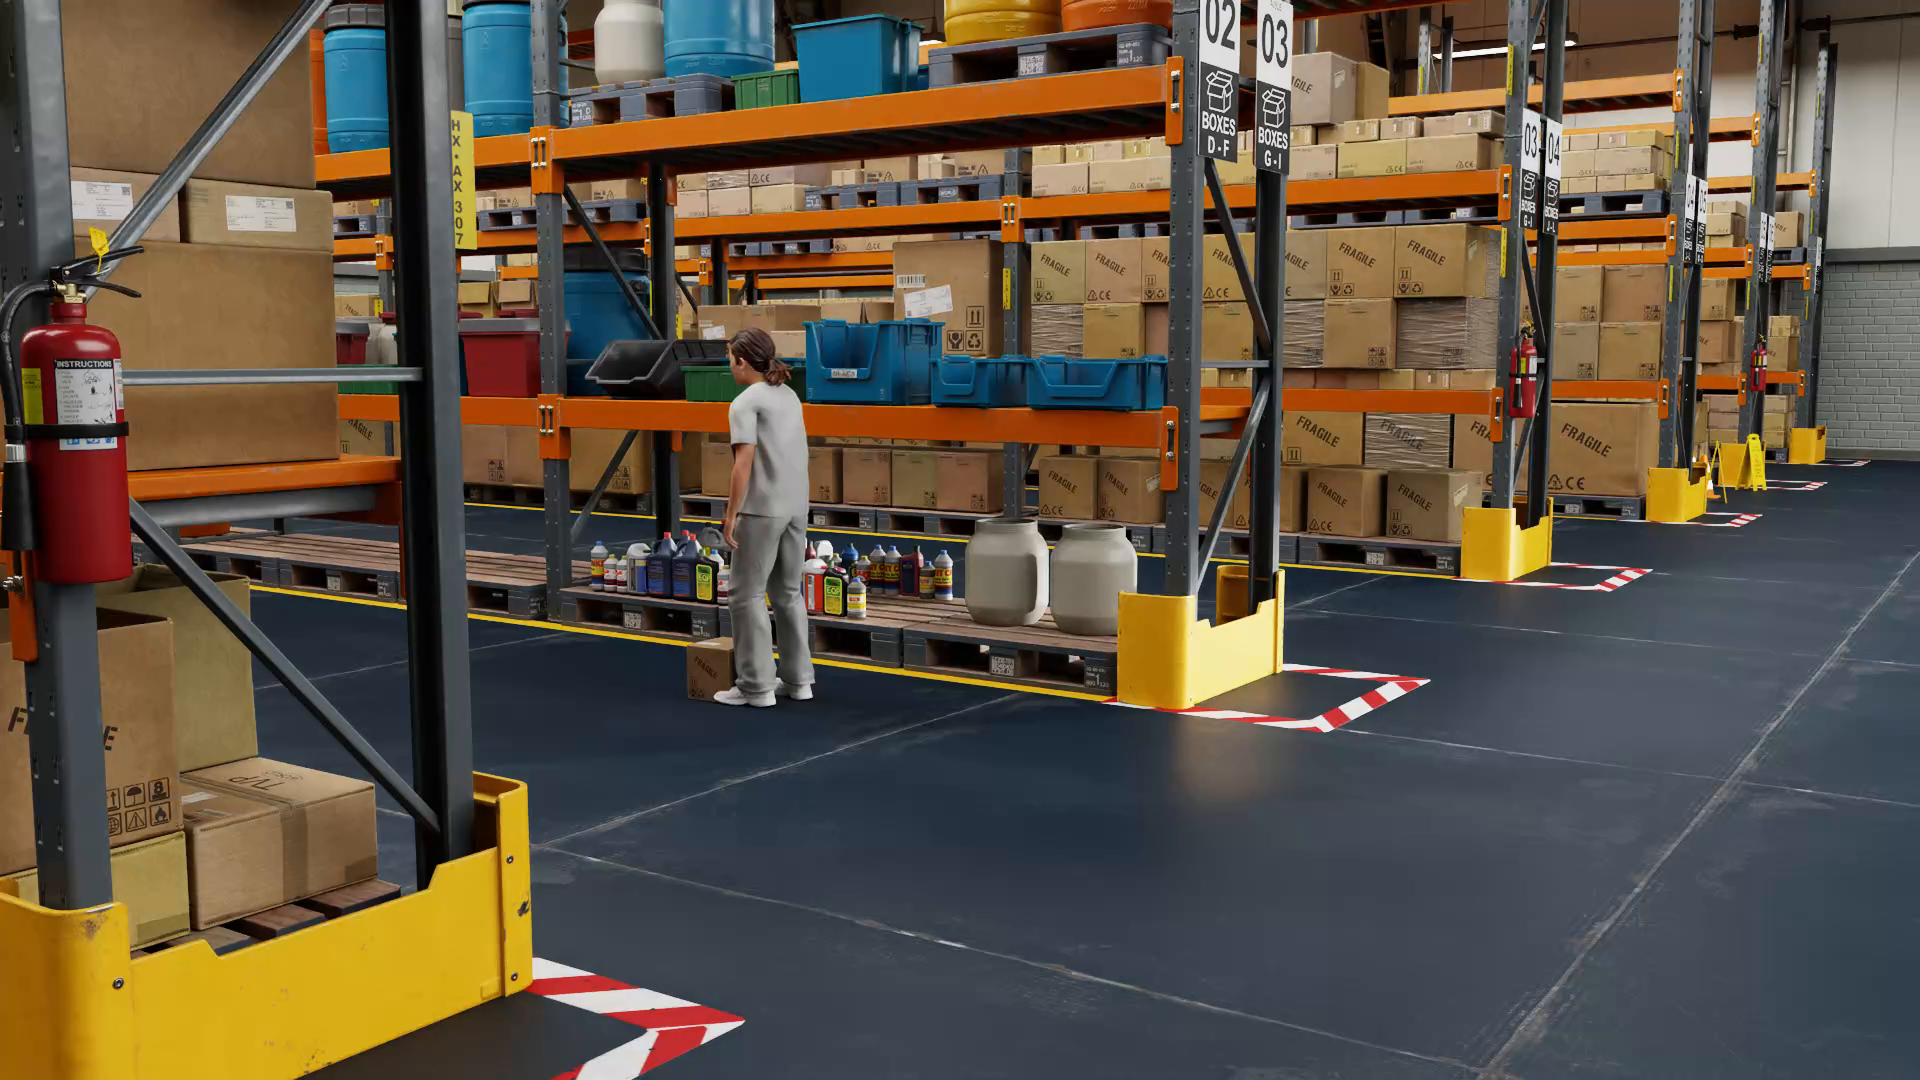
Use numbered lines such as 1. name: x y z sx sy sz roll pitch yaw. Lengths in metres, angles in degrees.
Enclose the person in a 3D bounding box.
1. person: -0.877 -0.102 7.380 0.404 1.673 0.492 4 8 33
